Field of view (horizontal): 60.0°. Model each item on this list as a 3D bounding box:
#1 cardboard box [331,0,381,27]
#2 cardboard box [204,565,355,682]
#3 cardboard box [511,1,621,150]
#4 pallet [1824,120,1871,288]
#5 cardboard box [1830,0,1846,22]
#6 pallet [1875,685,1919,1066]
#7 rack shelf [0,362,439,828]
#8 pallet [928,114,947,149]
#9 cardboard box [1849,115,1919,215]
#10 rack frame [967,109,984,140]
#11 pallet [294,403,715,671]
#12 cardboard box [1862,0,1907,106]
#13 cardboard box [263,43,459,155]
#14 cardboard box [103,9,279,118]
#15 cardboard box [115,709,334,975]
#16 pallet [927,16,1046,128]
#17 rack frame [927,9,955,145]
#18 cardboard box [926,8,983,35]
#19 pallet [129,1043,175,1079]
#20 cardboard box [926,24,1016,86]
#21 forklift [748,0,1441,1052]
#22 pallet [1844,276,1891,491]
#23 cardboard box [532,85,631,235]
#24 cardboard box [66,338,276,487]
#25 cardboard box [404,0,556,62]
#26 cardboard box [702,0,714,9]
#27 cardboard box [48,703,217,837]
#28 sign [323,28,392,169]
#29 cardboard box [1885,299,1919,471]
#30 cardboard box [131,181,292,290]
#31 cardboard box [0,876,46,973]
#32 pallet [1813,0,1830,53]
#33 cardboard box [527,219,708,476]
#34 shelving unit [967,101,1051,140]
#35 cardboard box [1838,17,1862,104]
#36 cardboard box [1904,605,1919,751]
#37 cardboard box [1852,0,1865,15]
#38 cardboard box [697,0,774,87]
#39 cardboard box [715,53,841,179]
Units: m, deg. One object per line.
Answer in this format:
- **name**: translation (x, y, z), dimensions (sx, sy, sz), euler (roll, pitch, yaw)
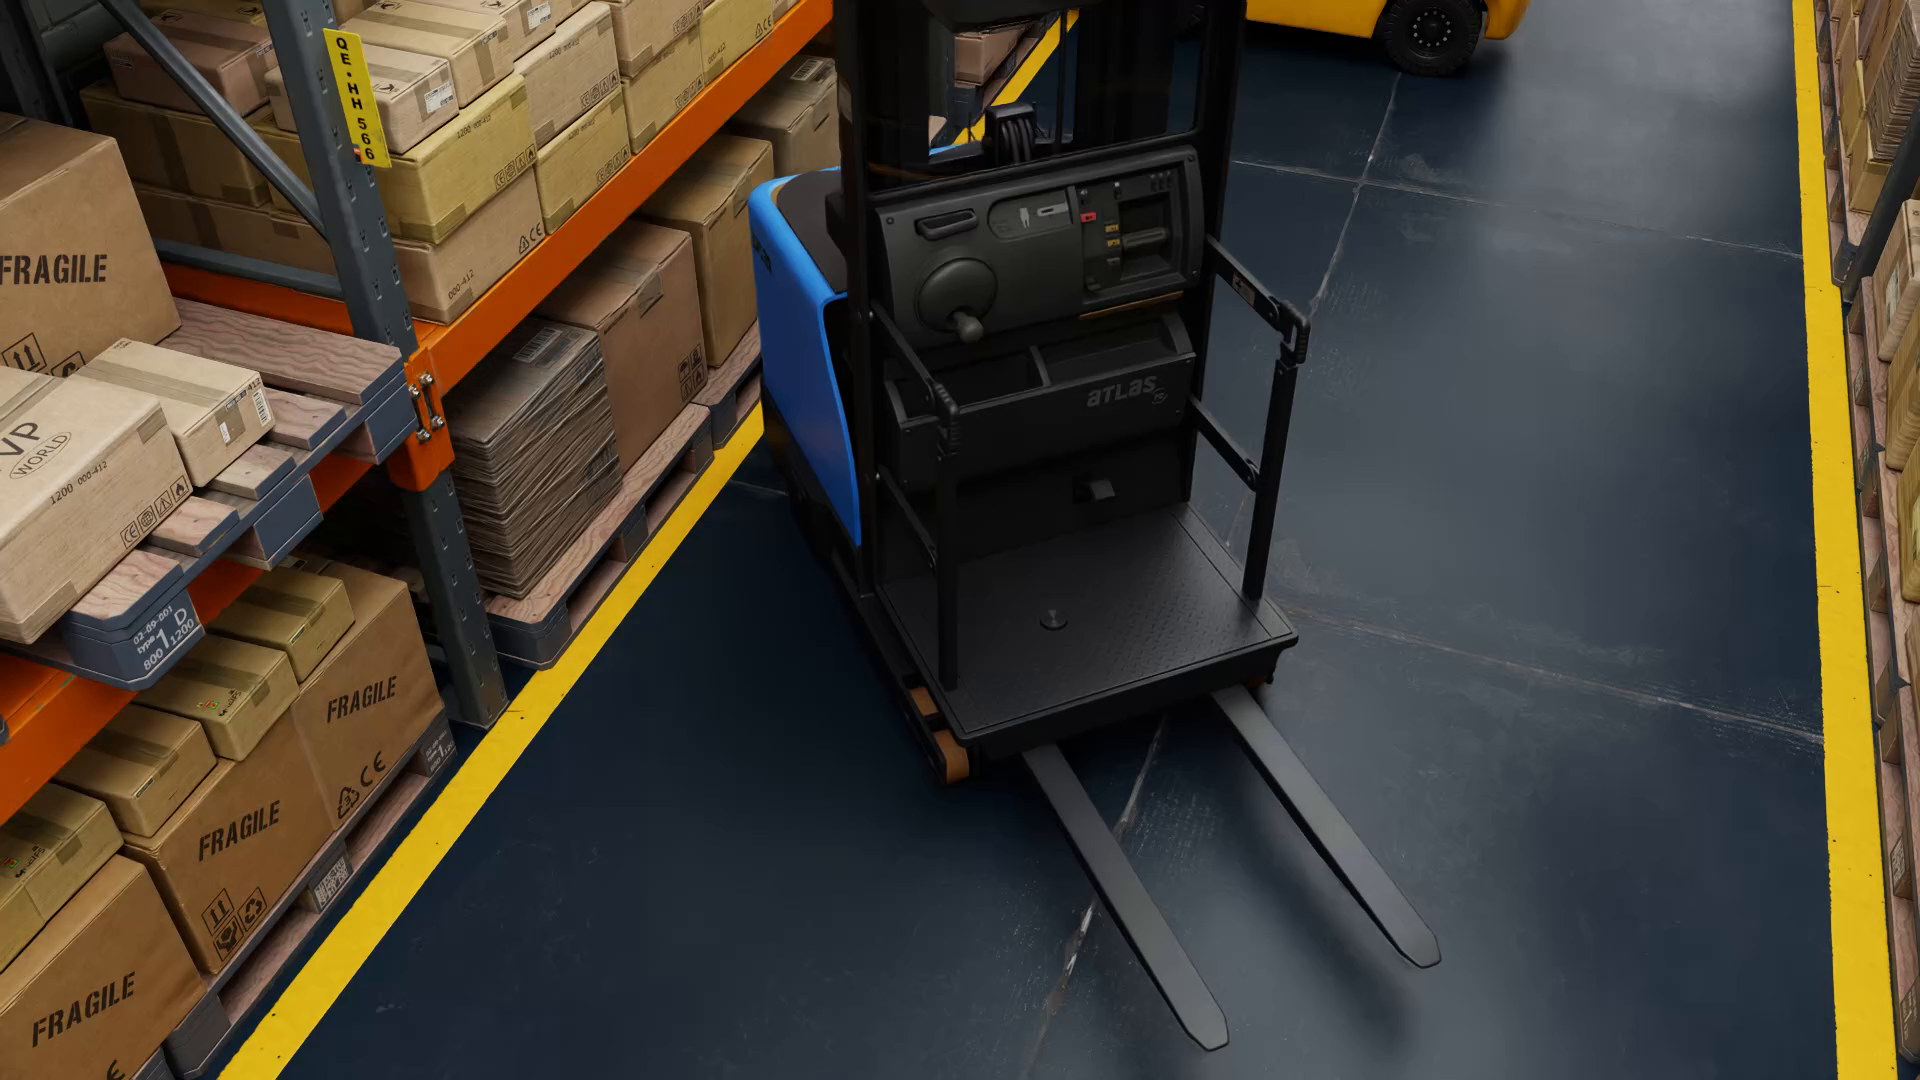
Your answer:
- **cardboard box**: translation (-1.833, -1.561, 4.692), dimensions (0.380, 0.149, 0.250), euler (13, 42, 15)
- **cardboard box**: translation (-1.815, 0.197, 4.310), dimensions (0.380, 0.149, 0.250), euler (11, 42, 13)
- **cardboard box**: translation (-1.331, -1.359, 4.762), dimensions (0.500, 0.250, 0.500), euler (15, 43, 16)
- **pallet**: translation (4.346, -1.401, 7.230), dimensions (1.003, 0.211, 1.213), euler (13, 42, 15)
- **cardboard box**: translation (4.800, -2.858, 8.584), dimensions (0.500, 0.250, 0.500), euler (15, 43, 17)
- **pallet**: translation (3.050, 0.980, 4.439), dimensions (1.003, 0.211, 1.213), euler (13, 42, 15)
- **rack shelf**: translation (-2.568, 0.789, 3.068), dimensions (1.077, 0.370, 4.000), euler (13, 42, 15)
- **pallet**: translation (-0.732, -1.625, 7.492), dimensions (1.003, 0.211, 1.213), euler (13, 42, 15)
- **cardboard box**: translation (4.099, -1.579, 7.084), dimensions (0.500, 0.250, 0.500), euler (15, 43, 17)
- **rack frame**: translation (0.054, -1.075, 6.201), dimensions (0.008, 1.050, 0.200), euler (-10, 41, -11)
- **pallet**: translation (-1.566, -0.137, 5.748), dimensions (1.003, 0.211, 1.213), euler (13, 42, 15)
- **cardboard box**: translation (4.272, -2.175, 7.205), dimensions (0.500, 0.500, 0.500), euler (14, 42, 16)
- **cardboard box**: translation (-1.498, -1.118, 4.173), dimensions (0.380, 0.149, 0.250), euler (14, 43, 16)
- **cardboard box**: translation (-1.963, -1.232, 4.307), dimensions (0.380, 0.149, 0.250), euler (15, 43, 16)
- **cardboard box**: translation (-2.008, 0.695, 4.226), dimensions (0.500, 0.500, 0.500), euler (13, 42, 14)
- **pallet**: translation (-0.205, -2.559, 8.587), dimensions (1.003, 0.211, 1.213), euler (13, 42, 15)
- **rack frame**: translation (-0.516, -3.144, 7.124), dimensions (1.000, 3.000, 0.127), euler (13, 42, 15)
- **cardboard box**: translation (-0.061, -2.675, 7.983), dimensions (0.500, 0.250, 0.500), euler (13, 42, 15)
- **pallet**: translation (-2.594, 1.545, 3.776), dimensions (1.003, 0.211, 1.213), euler (13, 42, 15)
- **cardboard box**: translation (-0.040, -2.479, 8.140), dimensions (0.500, 0.250, 0.500), euler (14, 42, 16)
- **forklift**: translation (0.319, -0.713, 4.328), dimensions (1.130, 2.935, 3.031), euler (-15, 43, -17)
- **pallet**: translation (3.885, -0.509, 6.184), dimensions (1.003, 0.211, 1.213), euler (13, 42, 15)
- **cardboard box**: translation (-1.326, -1.169, 4.925), dimensions (0.500, 0.250, 0.500), euler (12, 42, 14)
- **cardboard box**: translation (-1.748, -0.283, 3.640), dimensions (0.380, 0.149, 0.250), euler (14, 42, 16)
- **cardboard box**: translation (-1.344, -1.444, 4.554), dimensions (0.380, 0.149, 0.250), euler (14, 43, 16)
- **cardboard box**: translation (-0.984, -1.991, 5.503), dimensions (0.500, 0.250, 0.500), euler (14, 42, 16)
- **cardboard box**: translation (-2.011, 0.522, 3.930), dimensions (0.380, 0.149, 0.250), euler (12, 42, 14)
- **sign**: translation (-1.371, -1.000, 3.780), dimensions (0.100, 0.325, 0.005), euler (13, 42, 15)
- **cardboard box**: translation (3.730, -0.445, 5.662), dimensions (0.950, 0.372, 0.625), euler (16, 43, 18)
- **cardboard box**: translation (-1.971, -0.978, 4.701), dimensions (0.500, 0.250, 0.500), euler (12, 42, 14)
- **cardboard box**: translation (-2.228, 0.825, 3.575), dimensions (0.380, 0.149, 0.250), euler (13, 42, 14)
- **pallet**: translation (5.180, -2.890, 8.974), dimensions (1.003, 0.211, 1.213), euler (13, 42, 15)
- **cardboard box**: translation (-1.442, -0.738, 5.810), dimensions (0.875, 0.625, 0.625), euler (15, 43, 16)
- **shelving unit**: translation (0.171, -1.095, 6.225), dimensions (0.252, 1.050, 0.215), euler (-10, 41, -11)
- **cardboard box**: translation (4.450, -2.215, 7.830), dimensions (0.500, 0.250, 0.500), euler (14, 42, 16)
- **cardboard box**: translation (3.229, 0.441, 4.623), dimensions (0.950, 0.372, 0.625), euler (13, 42, 14)
- **cardboard box**: translation (4.620, -2.814, 7.955), dimensions (0.500, 0.500, 0.500), euler (14, 42, 16)
- **cardboard box**: translation (-0.978, -1.801, 5.666), dimensions (0.500, 0.250, 0.500), euler (15, 43, 16)
- **cardboard box**: translation (-0.957, -1.608, 6.830), dimensions (0.875, 0.625, 0.625), euler (13, 42, 15)
